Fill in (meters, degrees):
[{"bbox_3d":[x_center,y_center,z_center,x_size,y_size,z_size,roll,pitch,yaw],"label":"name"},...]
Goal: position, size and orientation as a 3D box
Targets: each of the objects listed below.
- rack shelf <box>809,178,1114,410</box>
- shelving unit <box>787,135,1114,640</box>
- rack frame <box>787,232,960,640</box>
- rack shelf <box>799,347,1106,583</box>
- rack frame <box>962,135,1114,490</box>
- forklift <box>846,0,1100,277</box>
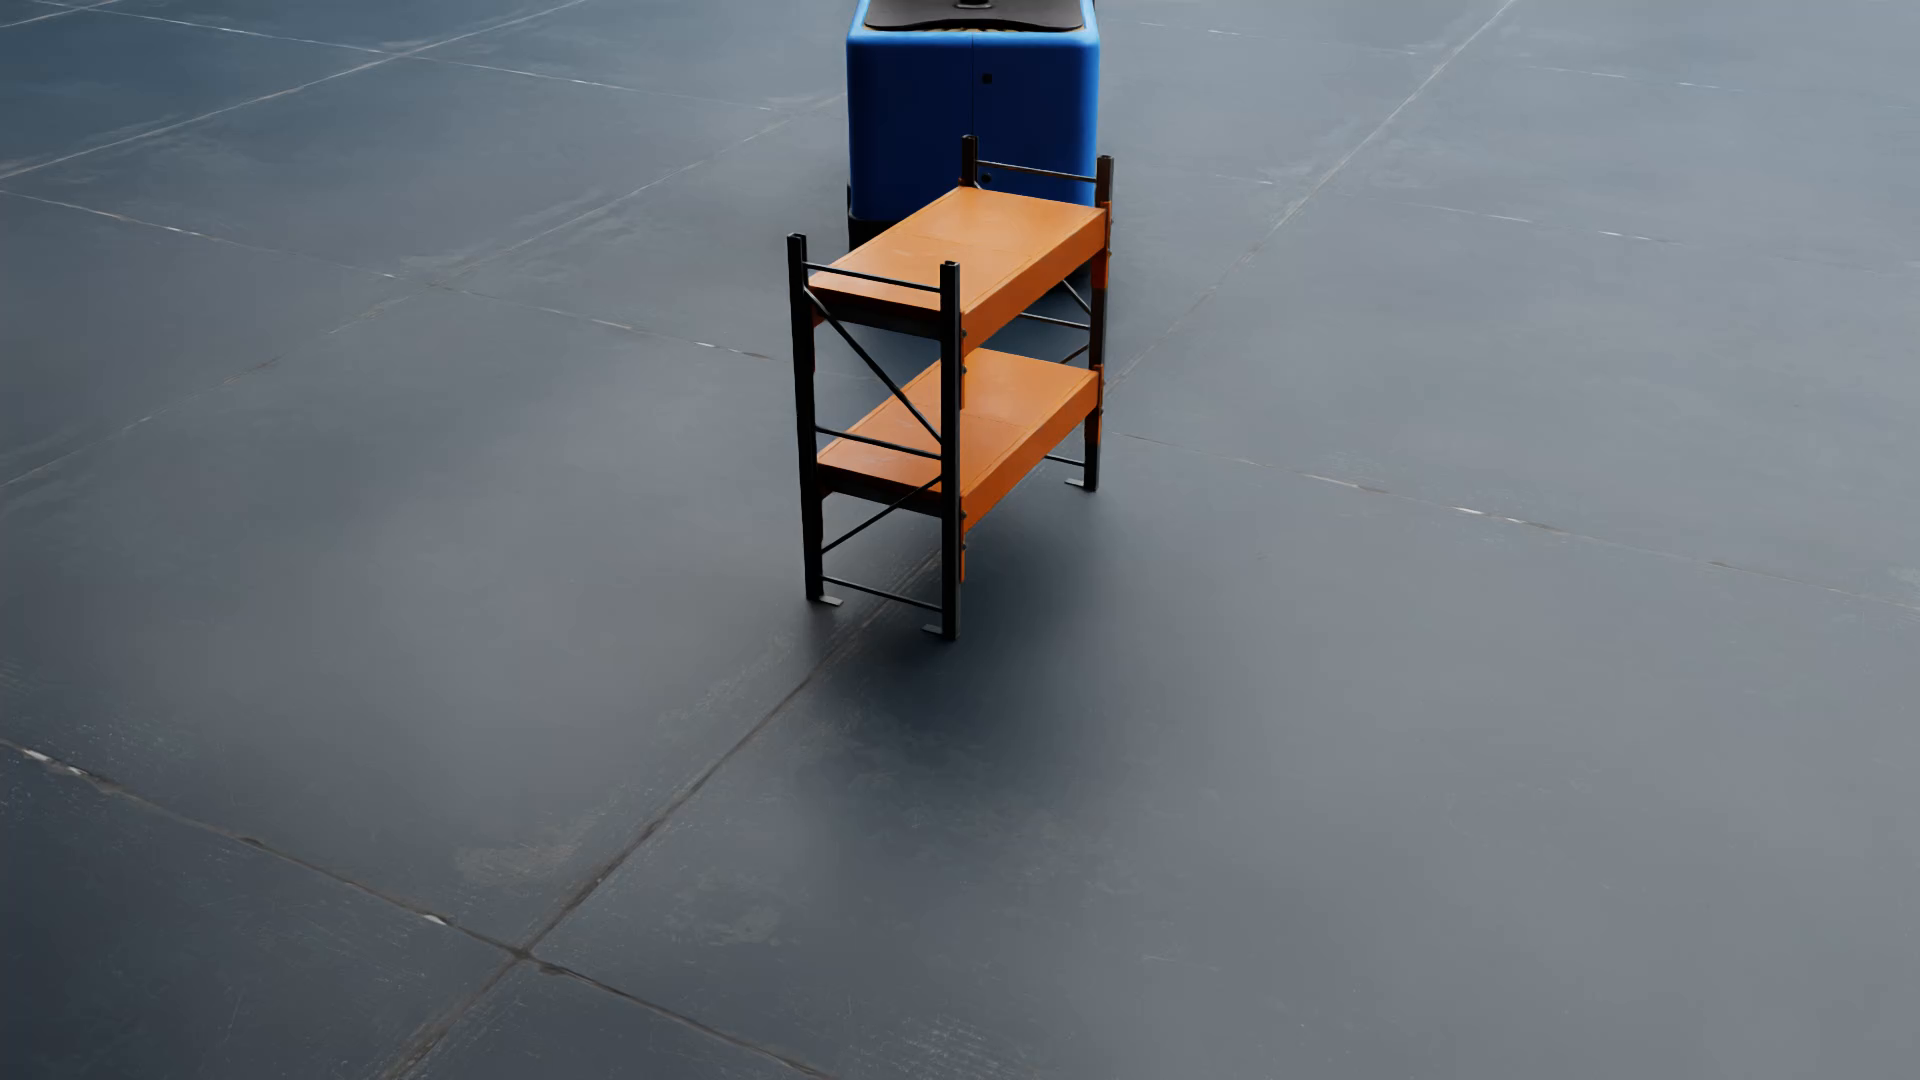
[{"bbox_3d":[0.003,-0.745,4.829,0.538,0.278,1.000,14,33,23],"label":"rack shelf"},{"bbox_3d":[0.003,-0.491,4.975,0.538,1.125,1.048,14,33,23],"label":"shelving unit"},{"bbox_3d":[-0.228,-0.265,4.583,0.500,1.125,0.032,14,33,23],"label":"rack frame"},{"bbox_3d":[0.003,-0.279,5.097,0.538,0.278,1.000,14,33,23],"label":"rack shelf"},{"bbox_3d":[0.235,-0.716,5.368,0.500,1.125,0.032,14,33,23],"label":"rack frame"},{"bbox_3d":[0.086,-3.078,7.668,1.130,2.935,3.031,1,30,1],"label":"forklift"}]
